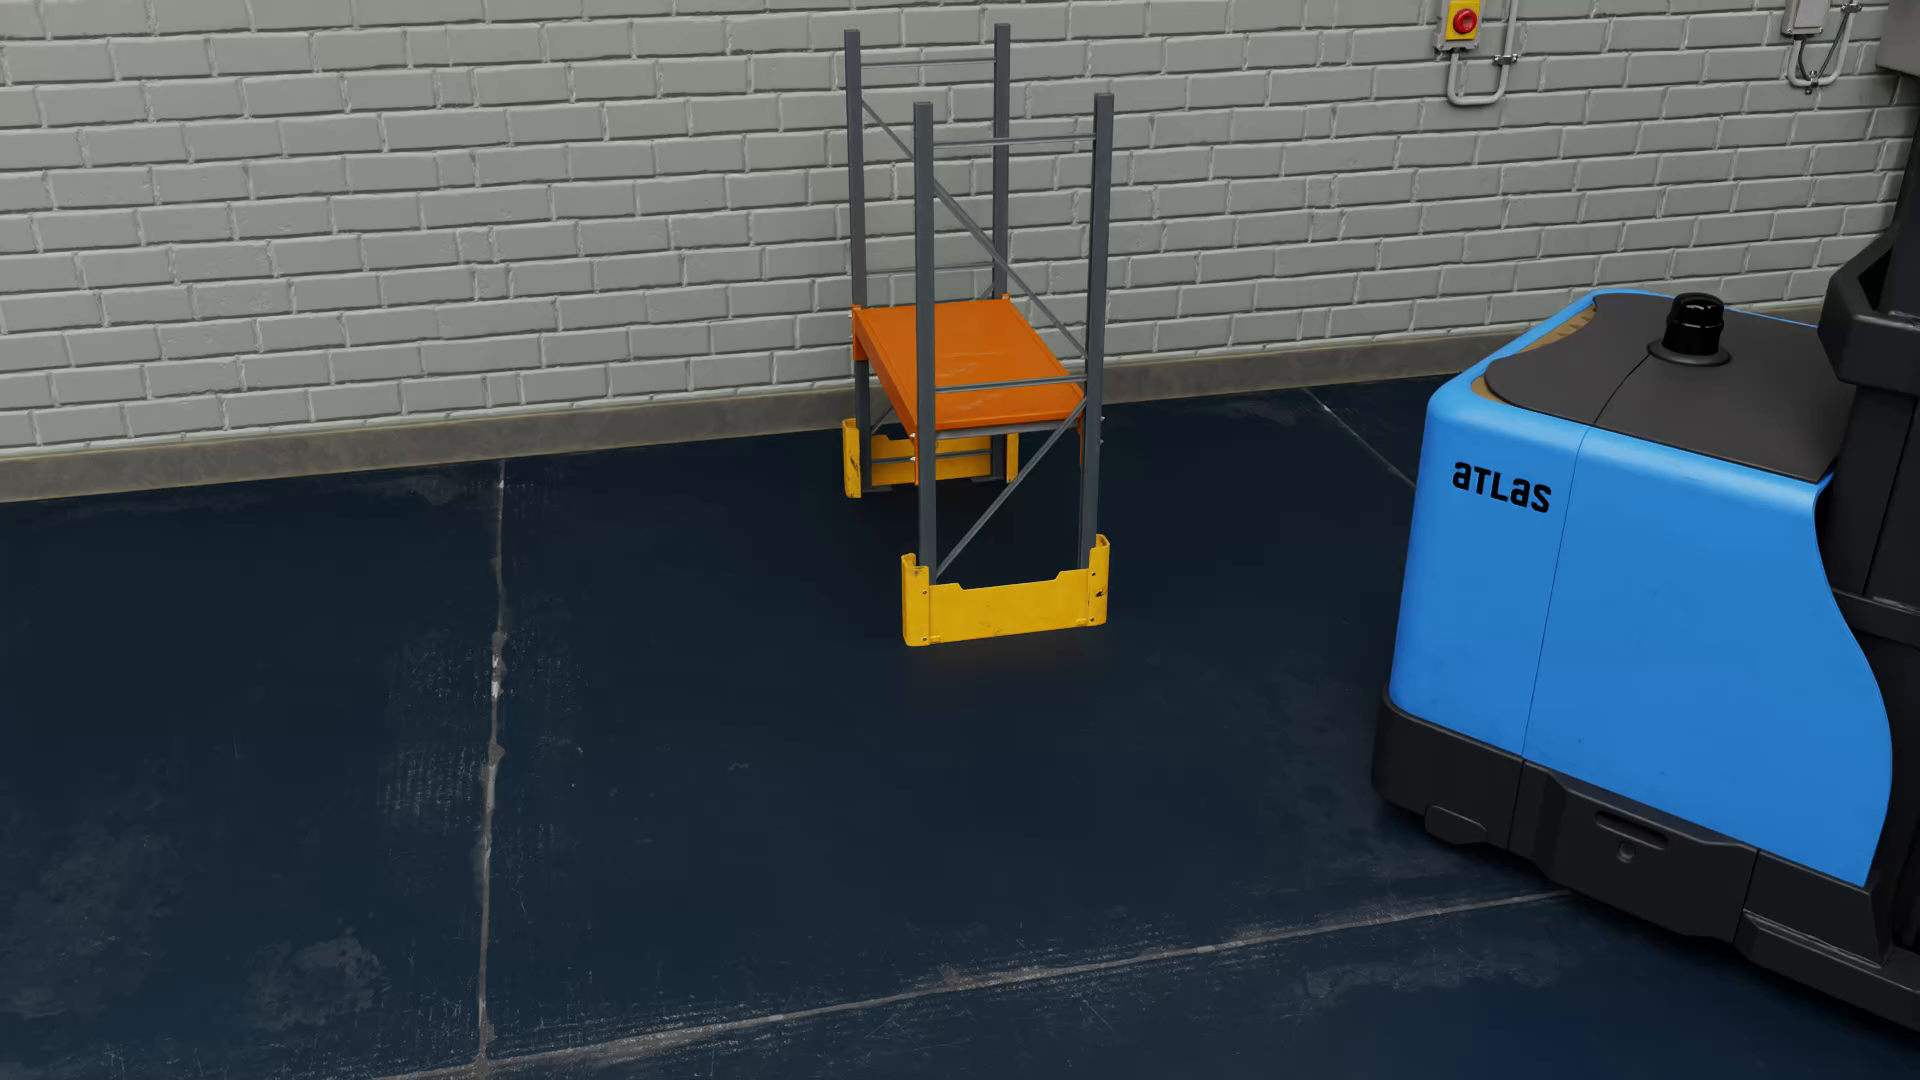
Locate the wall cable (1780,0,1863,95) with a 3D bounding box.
[{"bbox_3d":[3.125,-2.560,5.866,0.588,1.984,0.122,-6,27,-12],"label":"wall cable"}]

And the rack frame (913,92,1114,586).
[{"bbox_3d":[0.134,-0.409,4.396,0.500,1.500,0.032,-6,27,-12],"label":"rack frame"}]

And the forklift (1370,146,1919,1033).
[{"bbox_3d":[2.427,-0.400,2.789,3.031,2.935,1.130,21,33,35],"label":"forklift"}]

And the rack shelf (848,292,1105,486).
[{"bbox_3d":[0.019,-0.472,4.919,0.538,0.185,1.000,-6,27,-12],"label":"rack shelf"}]

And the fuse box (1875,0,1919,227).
[{"bbox_3d":[3.825,-1.532,6.386,0.539,1.711,0.414,-6,27,-12],"label":"fuse box"}]

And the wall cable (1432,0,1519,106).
[{"bbox_3d":[1.746,-2.425,5.564,0.585,1.953,0.123,-6,27,-12],"label":"wall cable"}]

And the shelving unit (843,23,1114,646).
[{"bbox_3d":[0.017,-0.636,4.846,0.587,1.500,1.083,-6,27,-12],"label":"shelving unit"}]

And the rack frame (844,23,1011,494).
[{"bbox_3d":[-0.095,-0.855,5.280,0.500,1.500,0.032,-6,27,-12],"label":"rack frame"}]

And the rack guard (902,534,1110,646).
[{"bbox_3d":[0.129,0.141,4.694,0.587,0.250,0.087,-6,27,-12],"label":"rack guard"}]

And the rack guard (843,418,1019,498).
[{"bbox_3d":[-0.095,-0.297,5.561,0.587,0.250,0.087,-6,27,-12],"label":"rack guard"}]
